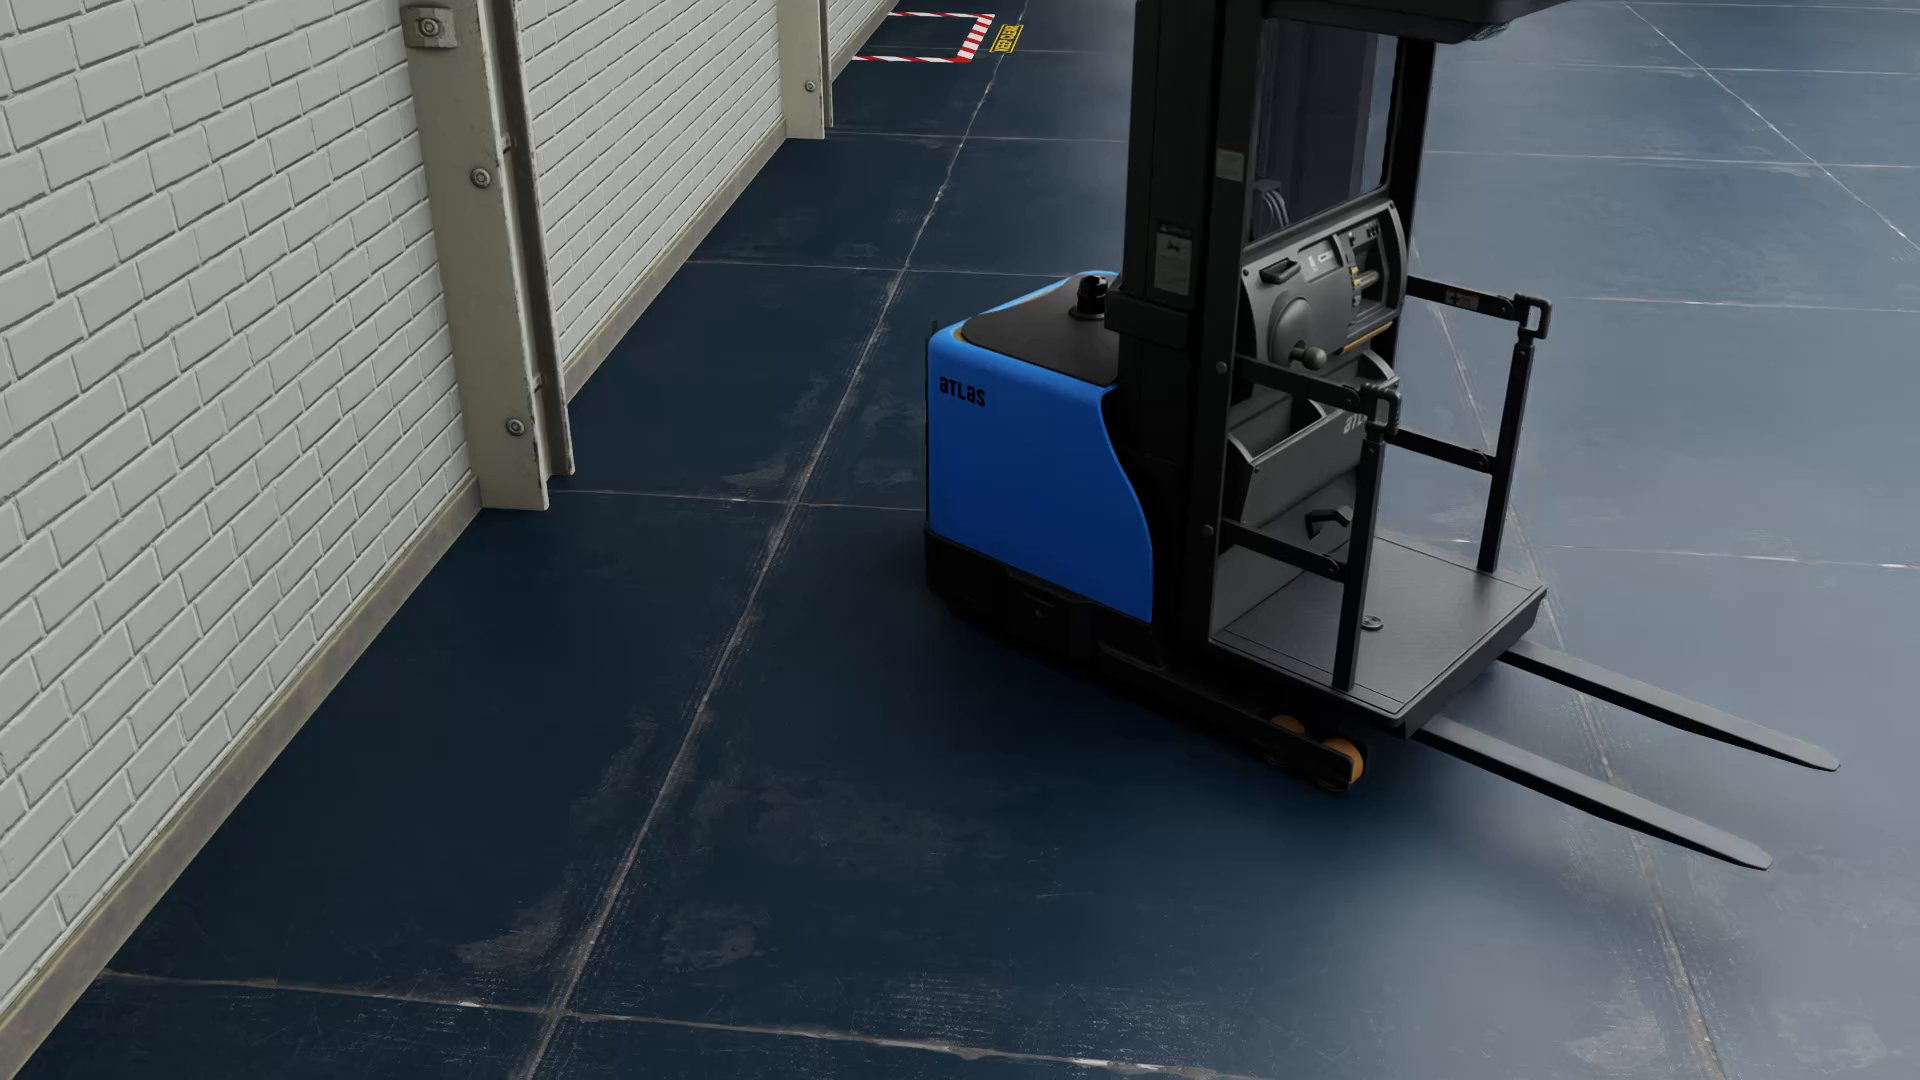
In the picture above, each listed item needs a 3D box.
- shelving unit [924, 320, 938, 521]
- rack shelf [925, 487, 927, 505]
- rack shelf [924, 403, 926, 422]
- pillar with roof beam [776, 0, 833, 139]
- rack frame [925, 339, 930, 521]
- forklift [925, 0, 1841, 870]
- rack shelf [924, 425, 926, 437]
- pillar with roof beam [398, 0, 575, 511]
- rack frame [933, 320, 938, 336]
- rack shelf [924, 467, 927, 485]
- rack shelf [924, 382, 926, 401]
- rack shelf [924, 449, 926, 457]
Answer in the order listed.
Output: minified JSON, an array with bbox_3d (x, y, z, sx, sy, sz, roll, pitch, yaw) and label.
[{"bbox_3d":[0.001,-0.400,6.544,0.258,0.900,0.210,3,28,6],"label":"shelving unit"},{"bbox_3d":[0.001,-0.212,6.645,0.258,0.077,0.200,3,28,6],"label":"rack shelf"},{"bbox_3d":[0.001,-0.529,6.474,0.258,0.077,0.200,3,28,6],"label":"rack shelf"},{"bbox_3d":[3.137,-6.761,9.811,9.100,9.000,0.400,3,28,6],"label":"pillar with roof beam"},{"bbox_3d":[-0.011,-0.352,6.455,0.240,0.900,0.006,3,28,6],"label":"rack frame"},{"bbox_3d":[1.310,-0.777,5.102,3.031,2.935,1.130,23,36,36],"label":"forklift"},{"bbox_3d":[0.001,-0.450,6.517,0.258,0.077,0.200,3,28,6],"label":"rack shelf"},{"bbox_3d":[2.402,-3.936,4.569,9.100,9.000,0.400,3,28,6],"label":"pillar with roof beam"},{"bbox_3d":[0.013,-0.448,6.632,0.240,0.900,0.006,3,28,6],"label":"rack frame"},{"bbox_3d":[0.001,-0.291,6.602,0.258,0.077,0.200,3,28,6],"label":"rack shelf"},{"bbox_3d":[0.001,-0.608,6.431,0.258,0.077,0.200,3,28,6],"label":"rack shelf"},{"bbox_3d":[0.001,-0.371,6.559,0.258,0.077,0.200,3,28,6],"label":"rack shelf"}]
